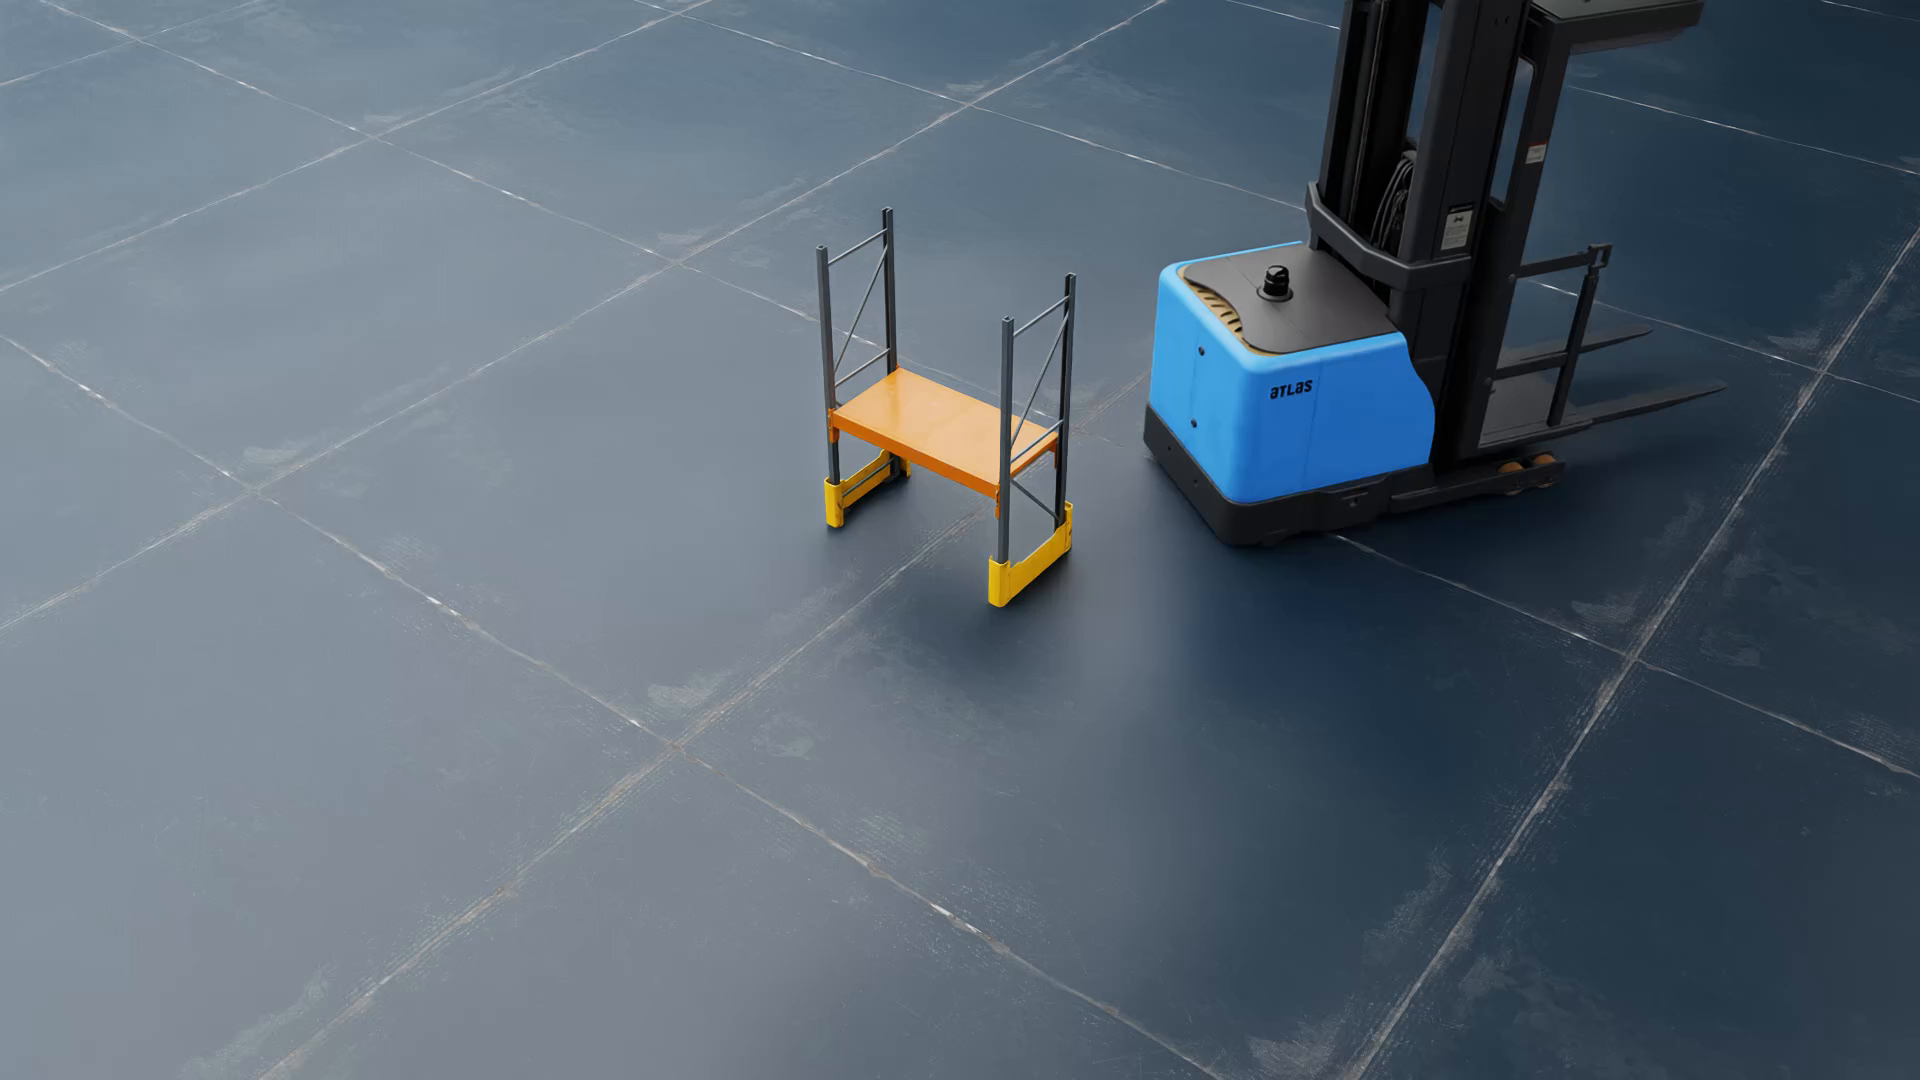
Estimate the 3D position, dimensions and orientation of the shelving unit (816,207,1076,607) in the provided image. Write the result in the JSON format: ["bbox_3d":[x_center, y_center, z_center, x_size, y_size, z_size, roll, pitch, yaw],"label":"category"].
[{"bbox_3d":[-0.061,-0.619,7.685,1.083,1.500,0.587,25,45,29],"label":"shelving unit"}]

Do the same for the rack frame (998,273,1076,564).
[{"bbox_3d":[0.336,-0.432,7.446,0.032,1.500,0.500,25,45,29],"label":"rack frame"}]

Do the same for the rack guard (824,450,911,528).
[{"bbox_3d":[-0.456,-0.313,8.308,0.087,0.250,0.587,25,45,29],"label":"rack guard"}]

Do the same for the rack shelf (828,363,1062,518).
[{"bbox_3d":[-0.068,-0.481,7.800,1.000,0.185,0.538,25,45,29],"label":"rack shelf"}]

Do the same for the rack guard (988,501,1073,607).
[{"bbox_3d":[0.335,0.060,7.832,0.087,0.250,0.587,25,45,29],"label":"rack guard"}]

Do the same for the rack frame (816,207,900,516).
[{"bbox_3d":[-0.472,-0.813,7.932,0.032,1.500,0.500,25,45,29],"label":"rack frame"}]

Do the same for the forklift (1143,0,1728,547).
[{"bbox_3d":[2.528,-1.673,7.870,3.031,2.935,1.130,-13,40,-15],"label":"forklift"}]
